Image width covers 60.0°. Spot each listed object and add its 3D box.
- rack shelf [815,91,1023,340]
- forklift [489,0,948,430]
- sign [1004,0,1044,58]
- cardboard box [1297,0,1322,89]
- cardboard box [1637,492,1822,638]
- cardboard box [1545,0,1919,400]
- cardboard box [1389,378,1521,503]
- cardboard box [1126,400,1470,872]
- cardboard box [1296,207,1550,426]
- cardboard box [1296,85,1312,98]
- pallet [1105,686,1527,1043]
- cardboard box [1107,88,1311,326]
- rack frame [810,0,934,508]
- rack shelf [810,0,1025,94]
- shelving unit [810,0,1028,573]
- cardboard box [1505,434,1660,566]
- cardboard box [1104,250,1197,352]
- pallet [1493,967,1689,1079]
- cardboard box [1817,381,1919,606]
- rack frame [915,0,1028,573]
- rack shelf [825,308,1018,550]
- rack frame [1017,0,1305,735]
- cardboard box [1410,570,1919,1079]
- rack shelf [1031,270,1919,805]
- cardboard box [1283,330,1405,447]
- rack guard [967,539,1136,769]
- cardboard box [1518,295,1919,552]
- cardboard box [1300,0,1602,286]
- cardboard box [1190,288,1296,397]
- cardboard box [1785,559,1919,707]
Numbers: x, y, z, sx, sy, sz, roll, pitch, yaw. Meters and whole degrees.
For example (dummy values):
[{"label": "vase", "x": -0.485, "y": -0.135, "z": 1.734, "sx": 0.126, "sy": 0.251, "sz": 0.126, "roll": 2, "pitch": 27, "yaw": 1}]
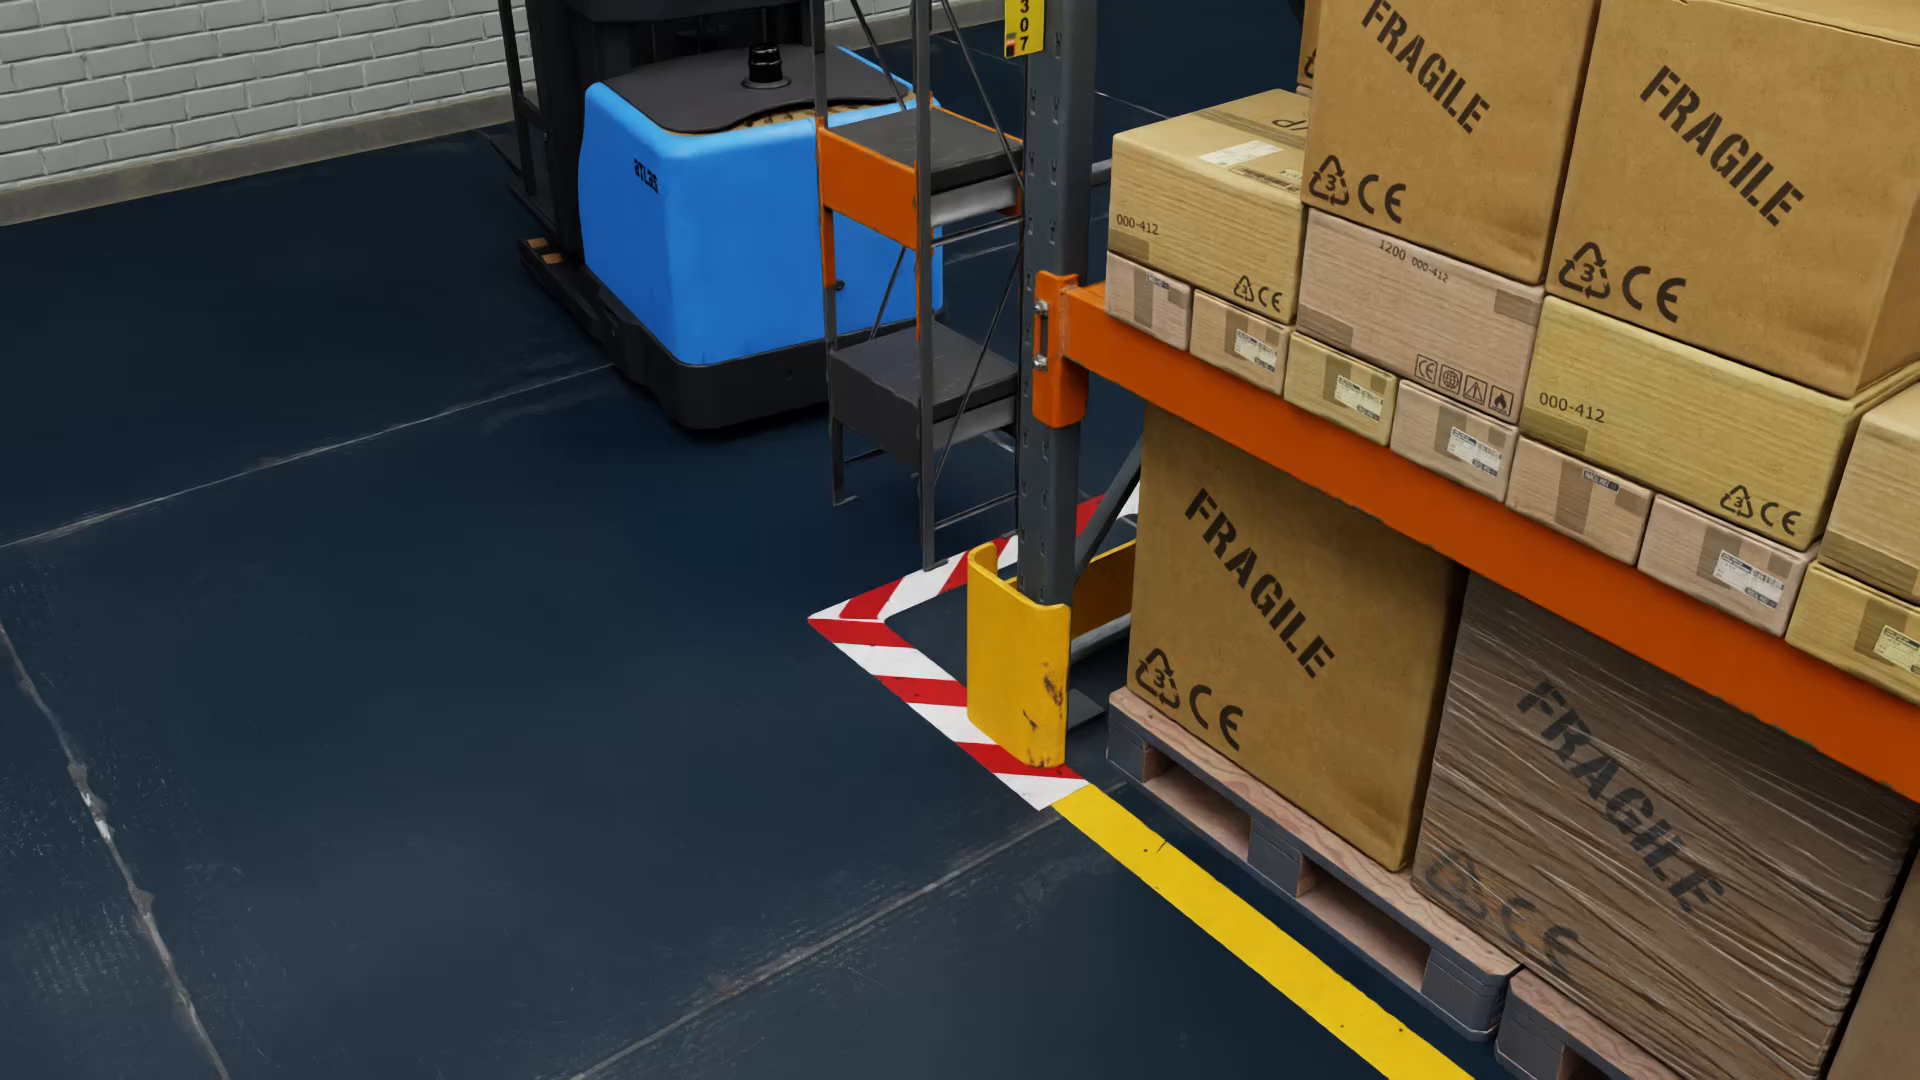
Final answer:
[{"label": "rack shelf", "x": -0.102, "y": -0.949, "z": 4.814, "sx": 0.431, "sy": 0.518, "sz": 0.480, "roll": -22, "pitch": 38, "yaw": -31}, {"label": "forklift", "x": -1.208, "y": -2.375, "z": 6.295, "sx": 1.130, "sy": 2.935, "sz": 3.031, "roll": -17, "pitch": 35, "yaw": -25}, {"label": "sign", "x": 0.132, "y": -1.143, "z": 3.351, "sx": 0.100, "sy": 0.325, "sz": 0.005, "roll": -22, "pitch": 38, "yaw": -31}, {"label": "cardboard box", "x": 1.080, "y": -1.182, "z": 3.459, "sx": 0.500, "sy": 0.500, "sz": 0.500, "roll": -22, "pitch": 38, "yaw": -31}, {"label": "cardboard box", "x": 1.321, "y": -0.022, "z": 2.680, "sx": 0.380, "sy": 0.149, "sz": 0.250, "roll": -23, "pitch": 38, "yaw": -32}, {"label": "cardboard box", "x": 1.284, "y": -0.590, "z": 2.506, "sx": 0.500, "sy": 0.500, "sz": 0.500, "roll": -23, "pitch": 39, "yaw": -33}, {"label": "cardboard box", "x": 1.008, "y": -0.236, "z": 3.025, "sx": 0.380, "sy": 0.149, "sz": 0.250, "roll": -23, "pitch": 39, "yaw": -32}, {"label": "cardboard box", "x": 1.030, "y": 0.047, "z": 3.948, "sx": 0.875, "sy": 0.875, "sz": 0.875, "roll": -22, "pitch": 38, "yaw": -31}, {"label": "cardboard box", "x": 0.979, "y": -0.479, "z": 3.039, "sx": 0.500, "sy": 0.250, "sz": 0.500, "roll": -23, "pitch": 38, "yaw": -32}, {"label": "cardboard box", "x": 1.081, "y": -0.865, "z": 3.660, "sx": 0.500, "sy": 0.250, "sz": 0.500, "roll": -23, "pitch": 39, "yaw": -32}, {"label": "pallet", "x": 1.126, "y": 0.574, "z": 4.126, "sx": 1.003, "sy": 0.211, "sz": 1.213, "roll": -22, "pitch": 38, "yaw": -31}, {"label": "cardboard box", "x": 0.655, "y": -0.694, "z": 3.384, "sx": 0.500, "sy": 0.250, "sz": 0.500, "roll": -23, "pitch": 39, "yaw": -33}, {"label": "rack frame", "x": -0.251, "y": -1.063, "z": 4.971, "sx": 0.400, "sy": 2.100, "sz": 0.015, "roll": -22, "pitch": 38, "yaw": -31}, {"label": "rack shelf", "x": -0.102, "y": -1.544, "z": 4.445, "sx": 0.431, "sy": 0.518, "sz": 0.480, "roll": -22, "pitch": 38, "yaw": -31}, {"label": "shelving unit", "x": -0.102, "y": -0.961, "z": 4.807, "sx": 0.431, "sy": 2.100, "sz": 0.503, "roll": -22, "pitch": 38, "yaw": -31}, {"label": "cardboard box", "x": 1.163, "y": -0.129, "z": 2.853, "sx": 0.380, "sy": 0.149, "sz": 0.250, "roll": -23, "pitch": 39, "yaw": -32}, {"label": "cardboard box", "x": 0.531, "y": -0.557, "z": 3.542, "sx": 0.380, "sy": 0.149, "sz": 0.250, "roll": -22, "pitch": 38, "yaw": -31}, {"label": "pallet", "x": 1.870, "y": 1.082, "z": 3.308, "sx": 1.003, "sy": 0.211, "sz": 1.213, "roll": -22, "pitch": 38, "yaw": -31}, {"label": "cardboard box", "x": 1.608, "y": -0.053, "z": 2.352, "sx": 0.500, "sy": 0.250, "sz": 0.500, "roll": -23, "pitch": 39, "yaw": -32}, {"label": "rack frame", "x": 0.048, "y": -0.859, "z": 4.643, "sx": 0.400, "sy": 2.100, "sz": 0.015, "roll": -22, "pitch": 38, "yaw": -31}, {"label": "rack shelf", "x": -0.102, "y": -0.355, "z": 5.184, "sx": 0.431, "sy": 0.518, "sz": 0.480, "roll": -22, "pitch": 38, "yaw": -31}, {"label": "rack frame", "x": 0.574, "y": -0.918, "z": 3.886, "sx": 1.000, "sy": 3.000, "sz": 0.127, "roll": -22, "pitch": 38, "yaw": -31}, {"label": "cardboard box", "x": 1.588, "y": 0.426, "z": 3.337, "sx": 0.875, "sy": 0.875, "sz": 0.875, "roll": -22, "pitch": 38, "yaw": -31}, {"label": "rack shelf", "x": 1.800, "y": 0.221, "z": 2.734, "sx": 1.077, "sy": 0.370, "sz": 4.000, "roll": -22, "pitch": 38, "yaw": -31}, {"label": "cardboard box", "x": 0.847, "y": -0.344, "z": 3.199, "sx": 0.380, "sy": 0.149, "sz": 0.250, "roll": -23, "pitch": 39, "yaw": -32}, {"label": "rack guard", "x": 0.559, "y": 0.133, "z": 4.561, "sx": 1.175, "sy": 0.500, "sz": 0.348, "roll": -22, "pitch": 38, "yaw": -31}, {"label": "cardboard box", "x": 1.284, "y": -0.269, "z": 2.700, "sx": 0.500, "sy": 0.250, "sz": 0.500, "roll": -24, "pitch": 39, "yaw": -33}, {"label": "cardboard box", "x": 0.962, "y": -0.804, "z": 2.851, "sx": 0.500, "sy": 0.500, "sz": 0.500, "roll": -23, "pitch": 39, "yaw": -32}, {"label": "cardboard box", "x": 0.689, "y": -0.451, "z": 3.371, "sx": 0.380, "sy": 0.149, "sz": 0.250, "roll": -23, "pitch": 38, "yaw": -32}, {"label": "cardboard box", "x": 1.475, "y": 0.084, "z": 2.511, "sx": 0.380, "sy": 0.149, "sz": 0.250, "roll": -23, "pitch": 39, "yaw": -33}]
